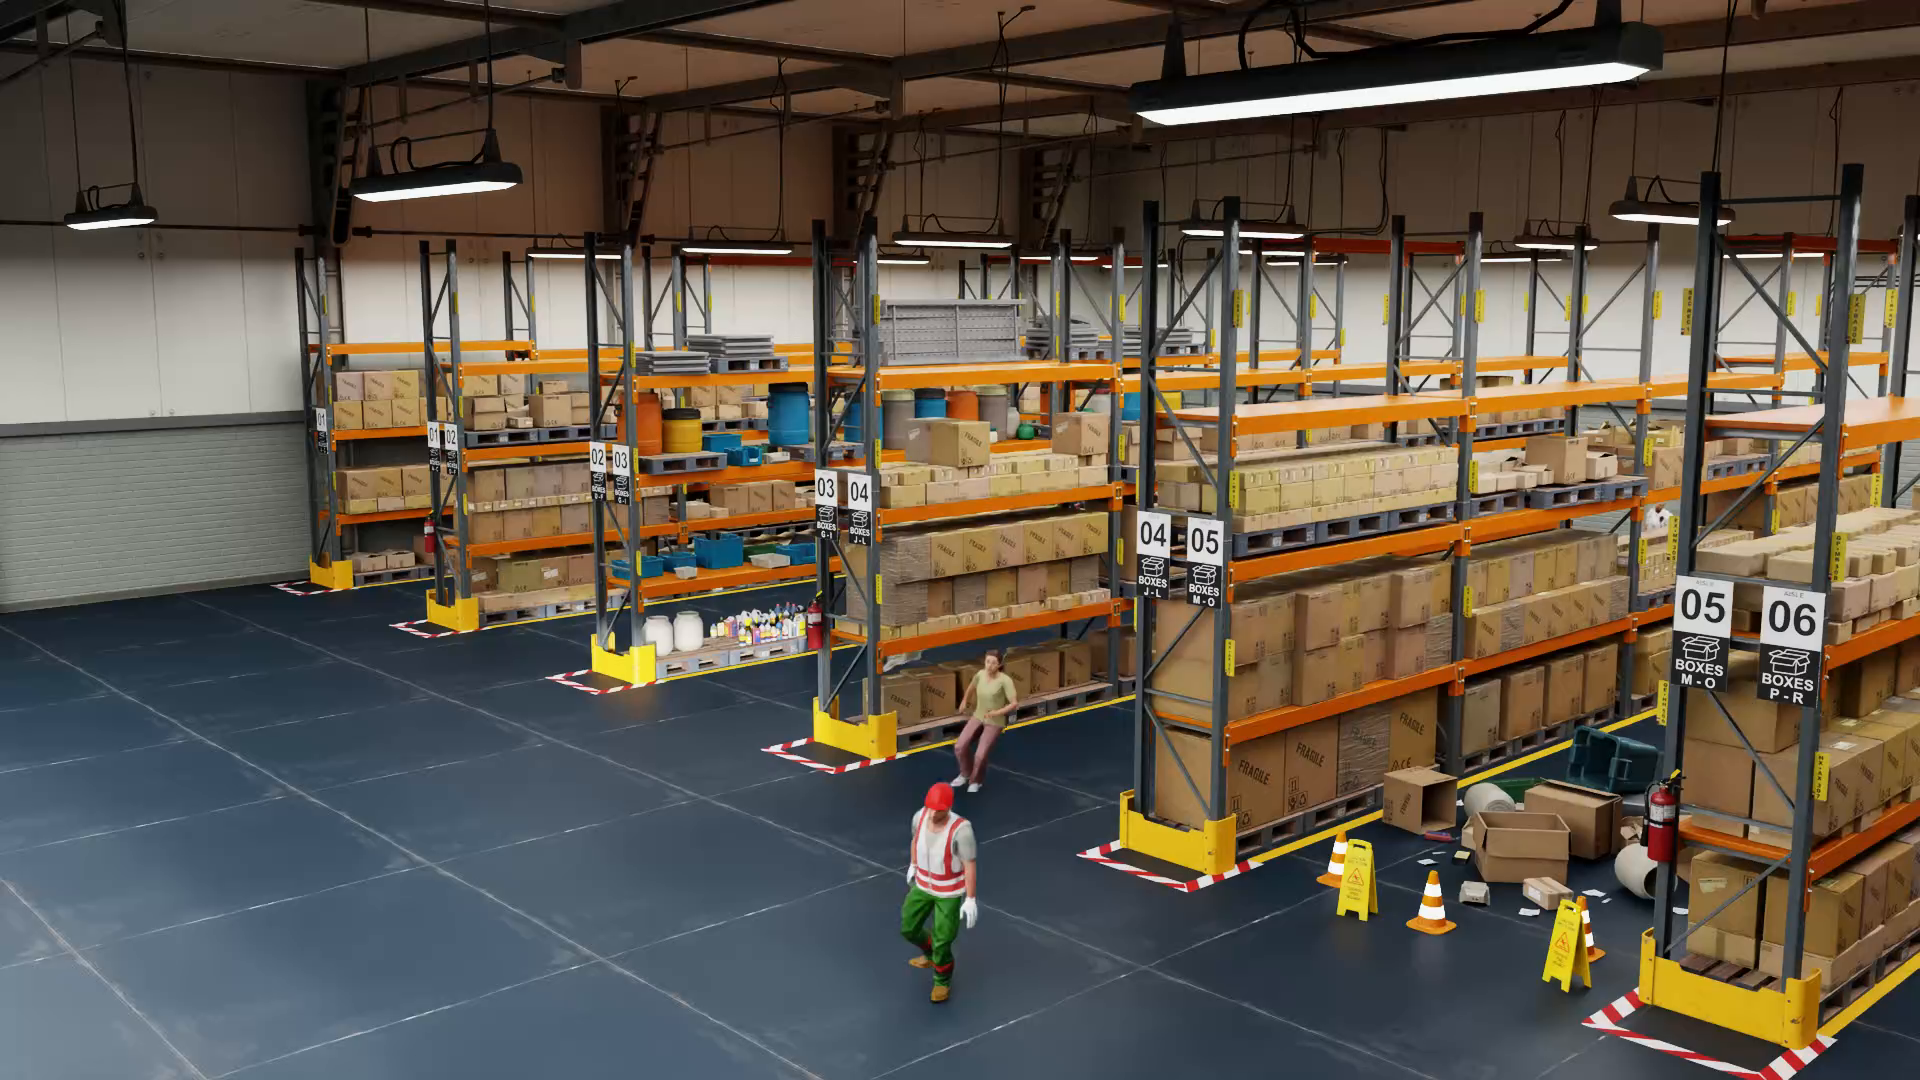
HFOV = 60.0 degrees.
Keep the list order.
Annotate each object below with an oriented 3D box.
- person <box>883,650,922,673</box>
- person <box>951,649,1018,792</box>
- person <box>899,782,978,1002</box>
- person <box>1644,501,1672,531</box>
[{"bbox_3d":[-0.784,0.957,22.382,0.771,1.660,0.826,-3,9,-21],"label":"person"},{"bbox_3d":[0.238,1.886,17.228,0.766,1.563,0.580,4,9,24],"label":"person"},{"bbox_3d":[-0.141,2.540,12.207,0.824,1.702,0.695,5,10,33],"label":"person"},{"bbox_3d":[12.619,0.003,29.887,0.744,1.601,0.654,-6,10,-37],"label":"person"}]
